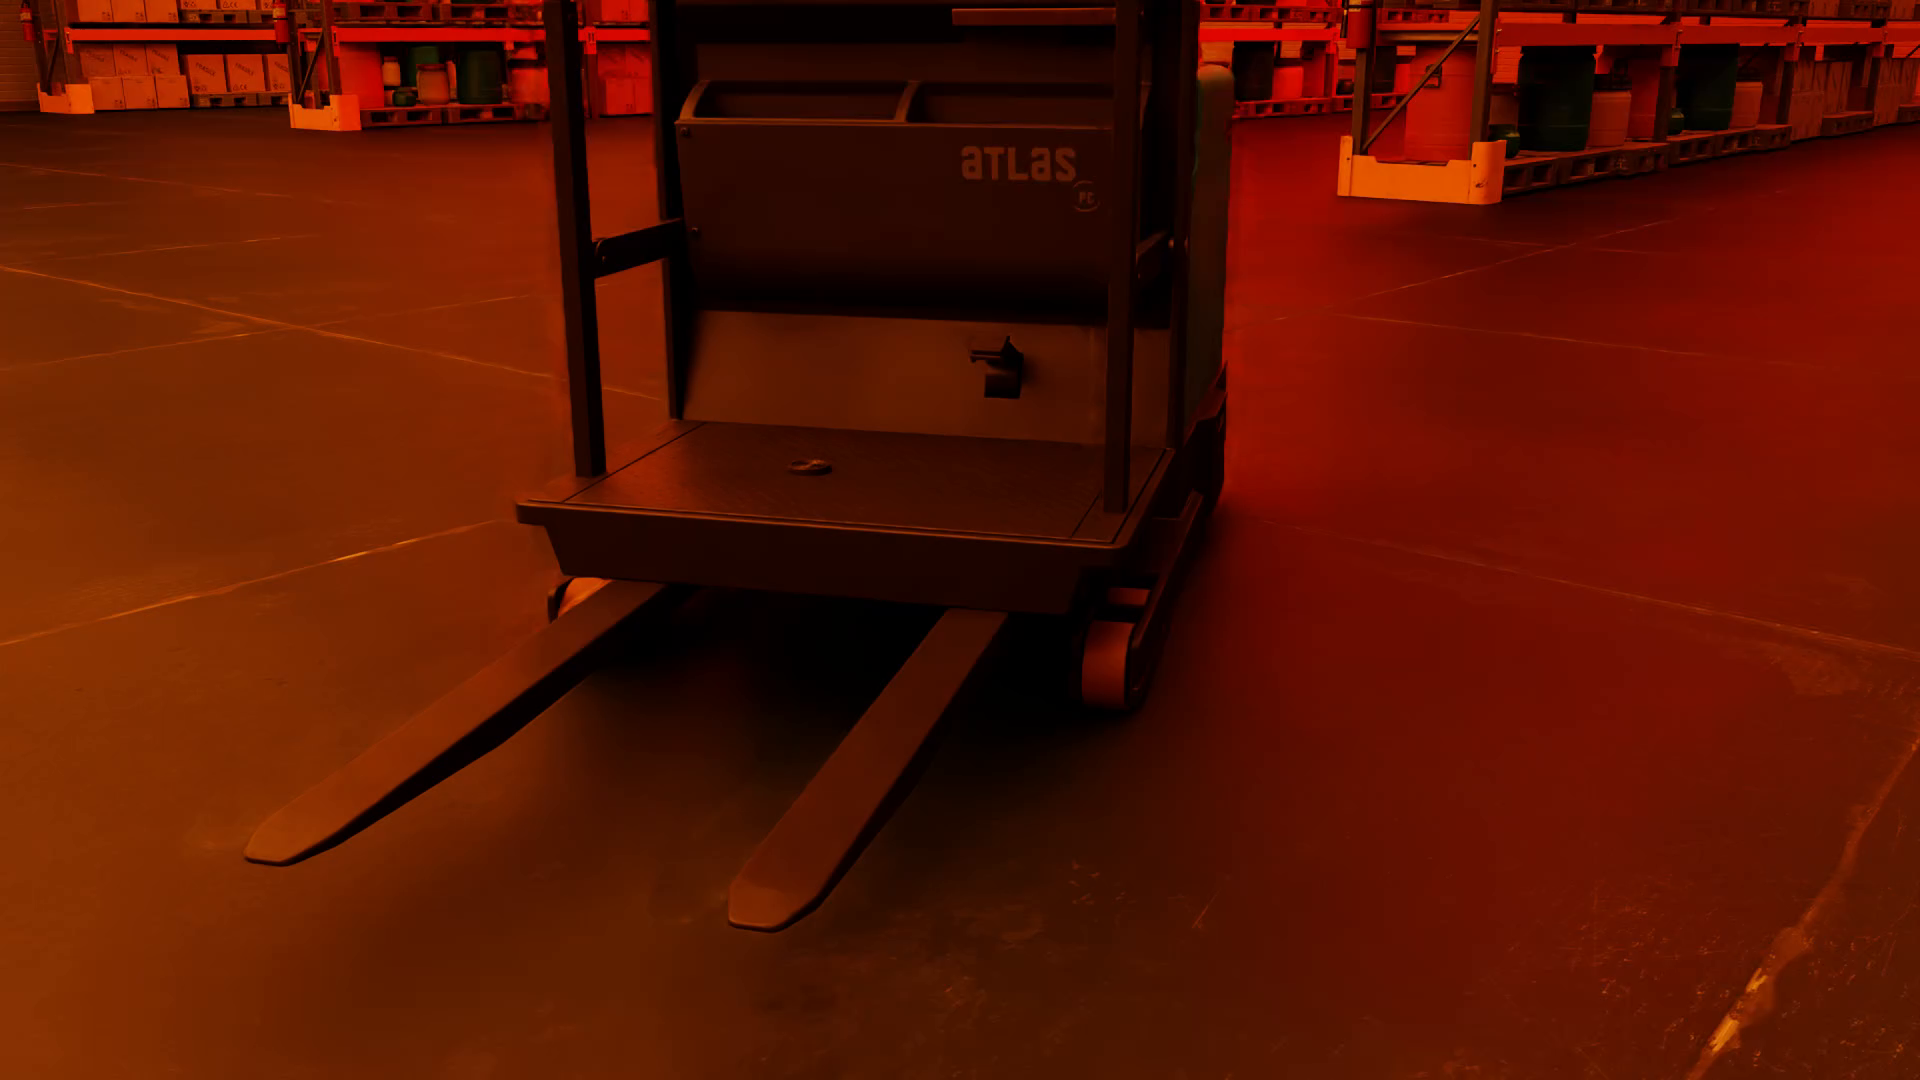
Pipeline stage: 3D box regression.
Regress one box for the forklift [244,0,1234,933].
[{"bbox_3d":[-0.146,-1.220,2.914,1.130,2.935,3.031,4,17,14],"label":"forklift"}]
